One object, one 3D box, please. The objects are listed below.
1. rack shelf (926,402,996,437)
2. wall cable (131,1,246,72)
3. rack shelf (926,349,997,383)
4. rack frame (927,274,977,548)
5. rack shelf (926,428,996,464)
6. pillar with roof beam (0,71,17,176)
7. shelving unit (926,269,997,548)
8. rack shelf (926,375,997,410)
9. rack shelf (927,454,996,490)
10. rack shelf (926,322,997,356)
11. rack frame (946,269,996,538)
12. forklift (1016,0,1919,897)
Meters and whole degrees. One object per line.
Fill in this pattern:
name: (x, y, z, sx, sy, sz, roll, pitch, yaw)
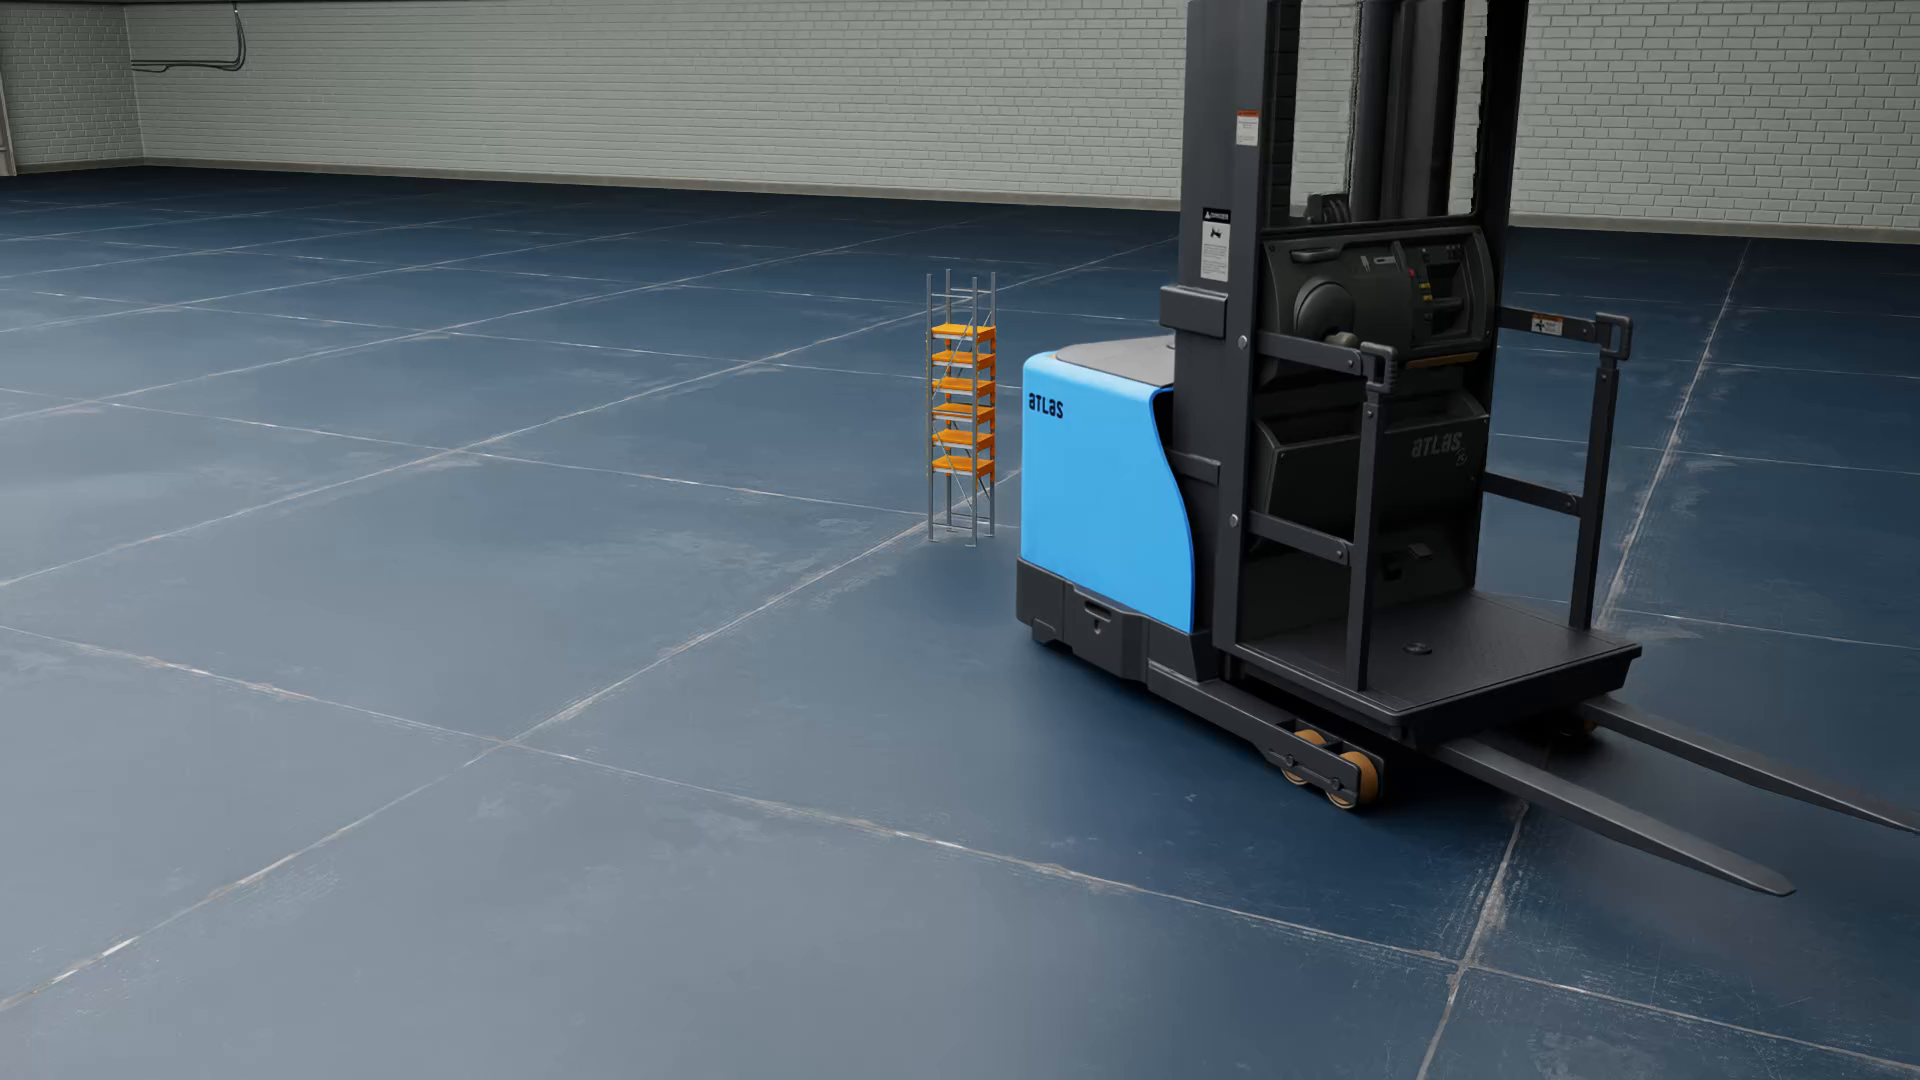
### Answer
rack shelf: (0.006, -0.536, 7.379, 0.258, 0.103, 0.180, 8, 18, 25)
wall cable: (-14.007, -9.671, 29.733, 3.097, 2.526, 0.112, 8, 18, 25)
rack shelf: (0.006, -0.766, 7.310, 0.258, 0.103, 0.180, 8, 18, 25)
rack frame: (-0.034, -0.556, 7.287, 0.240, 1.200, 0.006, 8, 18, 25)
rack shelf: (0.006, -0.421, 7.413, 0.258, 0.103, 0.180, 8, 18, 25)
pillar with roof beam: (-12.655, -10.029, 25.487, 9.100, 9.000, 0.400, 8, 18, 25)
shelving unit: (0.006, -0.579, 7.366, 0.258, 1.200, 0.189, 8, 18, 25)
rack shelf: (0.006, -0.651, 7.344, 0.258, 0.103, 0.180, 8, 18, 25)
rack shelf: (0.006, -0.306, 7.447, 0.258, 0.103, 0.180, 8, 18, 25)
rack shelf: (0.006, -0.881, 7.276, 0.258, 0.103, 0.180, 8, 18, 25)
rack frame: (0.047, -0.602, 7.444, 0.240, 1.200, 0.006, 8, 18, 25)
forklift: (1.420, -0.769, 4.965, 1.130, 2.935, 3.031, -10, 19, -31)
